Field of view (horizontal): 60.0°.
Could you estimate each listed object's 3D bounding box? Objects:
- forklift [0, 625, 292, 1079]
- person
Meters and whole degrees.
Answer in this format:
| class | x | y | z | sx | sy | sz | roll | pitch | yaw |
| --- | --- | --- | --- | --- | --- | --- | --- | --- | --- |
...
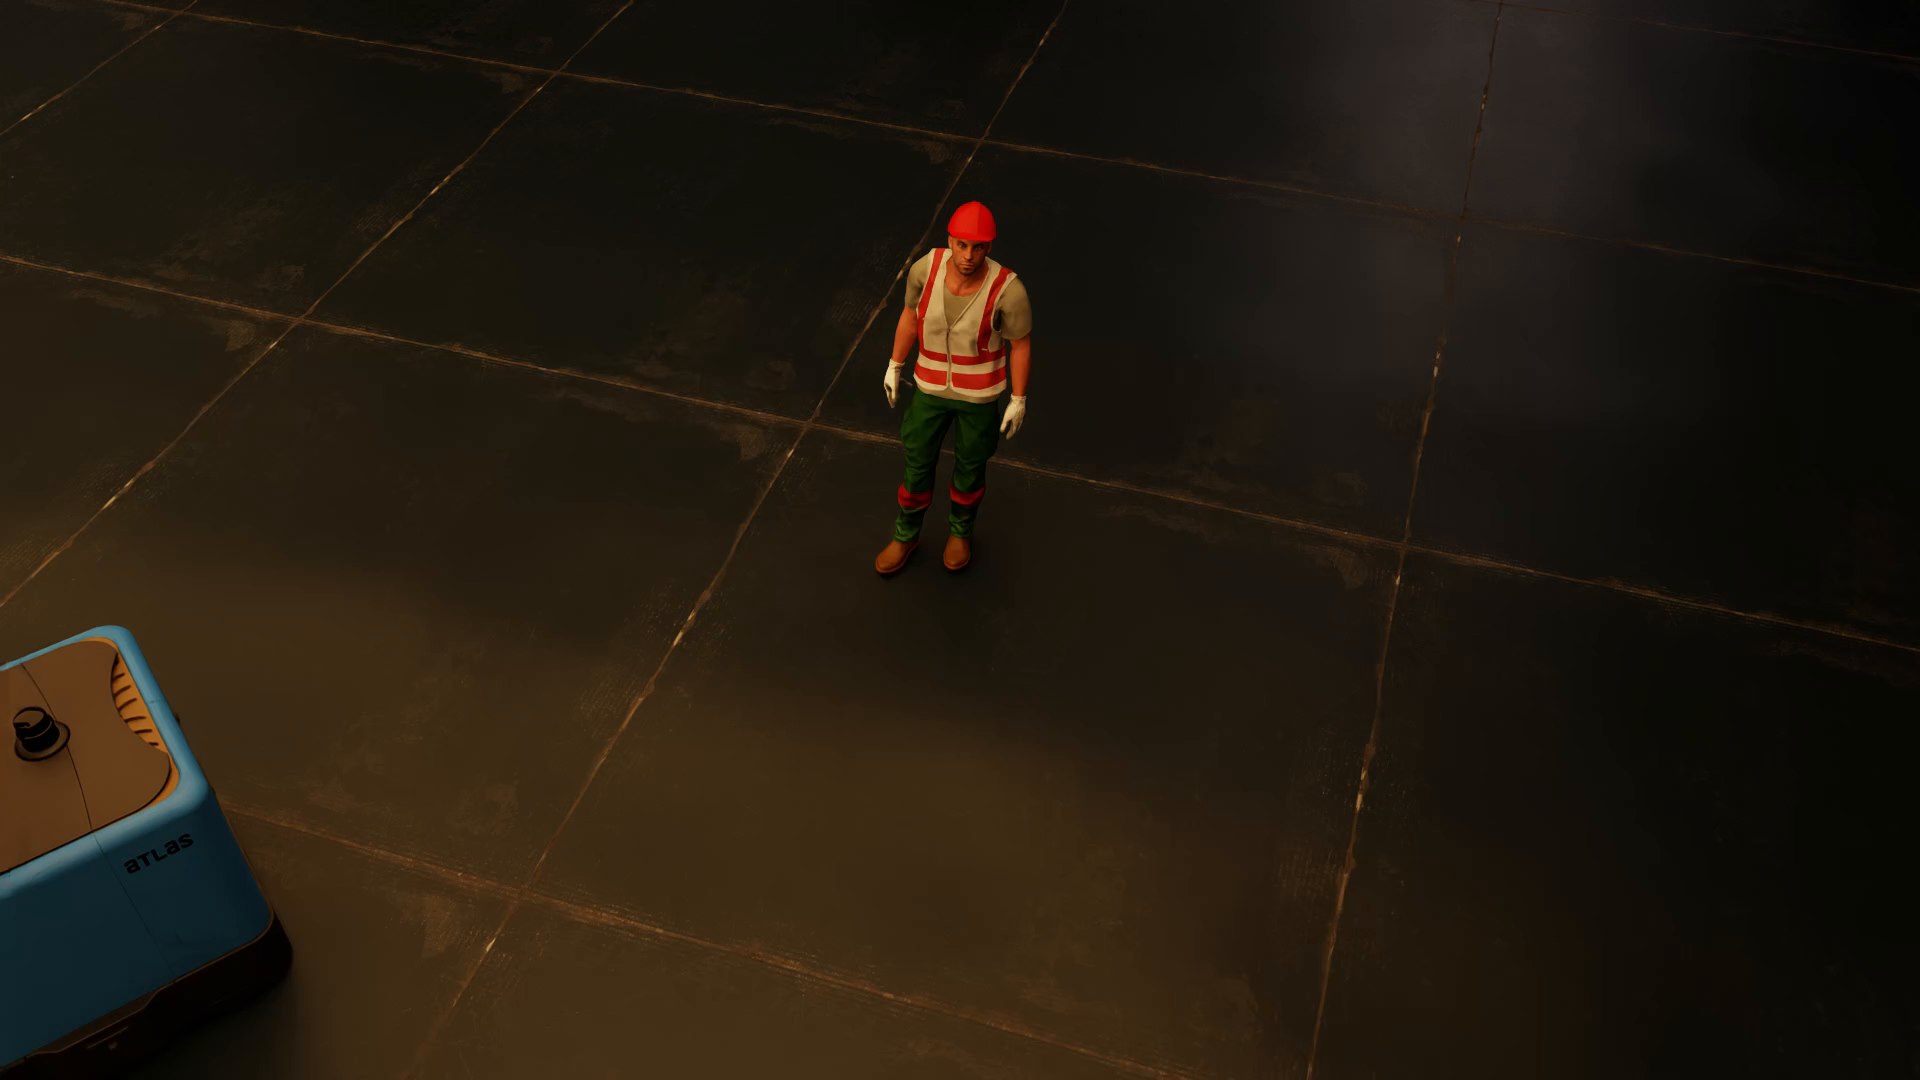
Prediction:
| class | x | y | z | sx | sy | sz | roll | pitch | yaw |
| --- | --- | --- | --- | --- | --- | --- | --- | --- | --- |
| forklift | -3.938 | 0.850 | 4.776 | 3.031 | 2.935 | 1.130 | -26 | 49 | -26 |
| person | -0.036 | -0.611 | 7.173 | 0.637 | 1.787 | 0.564 | 12 | 44 | 13 |
